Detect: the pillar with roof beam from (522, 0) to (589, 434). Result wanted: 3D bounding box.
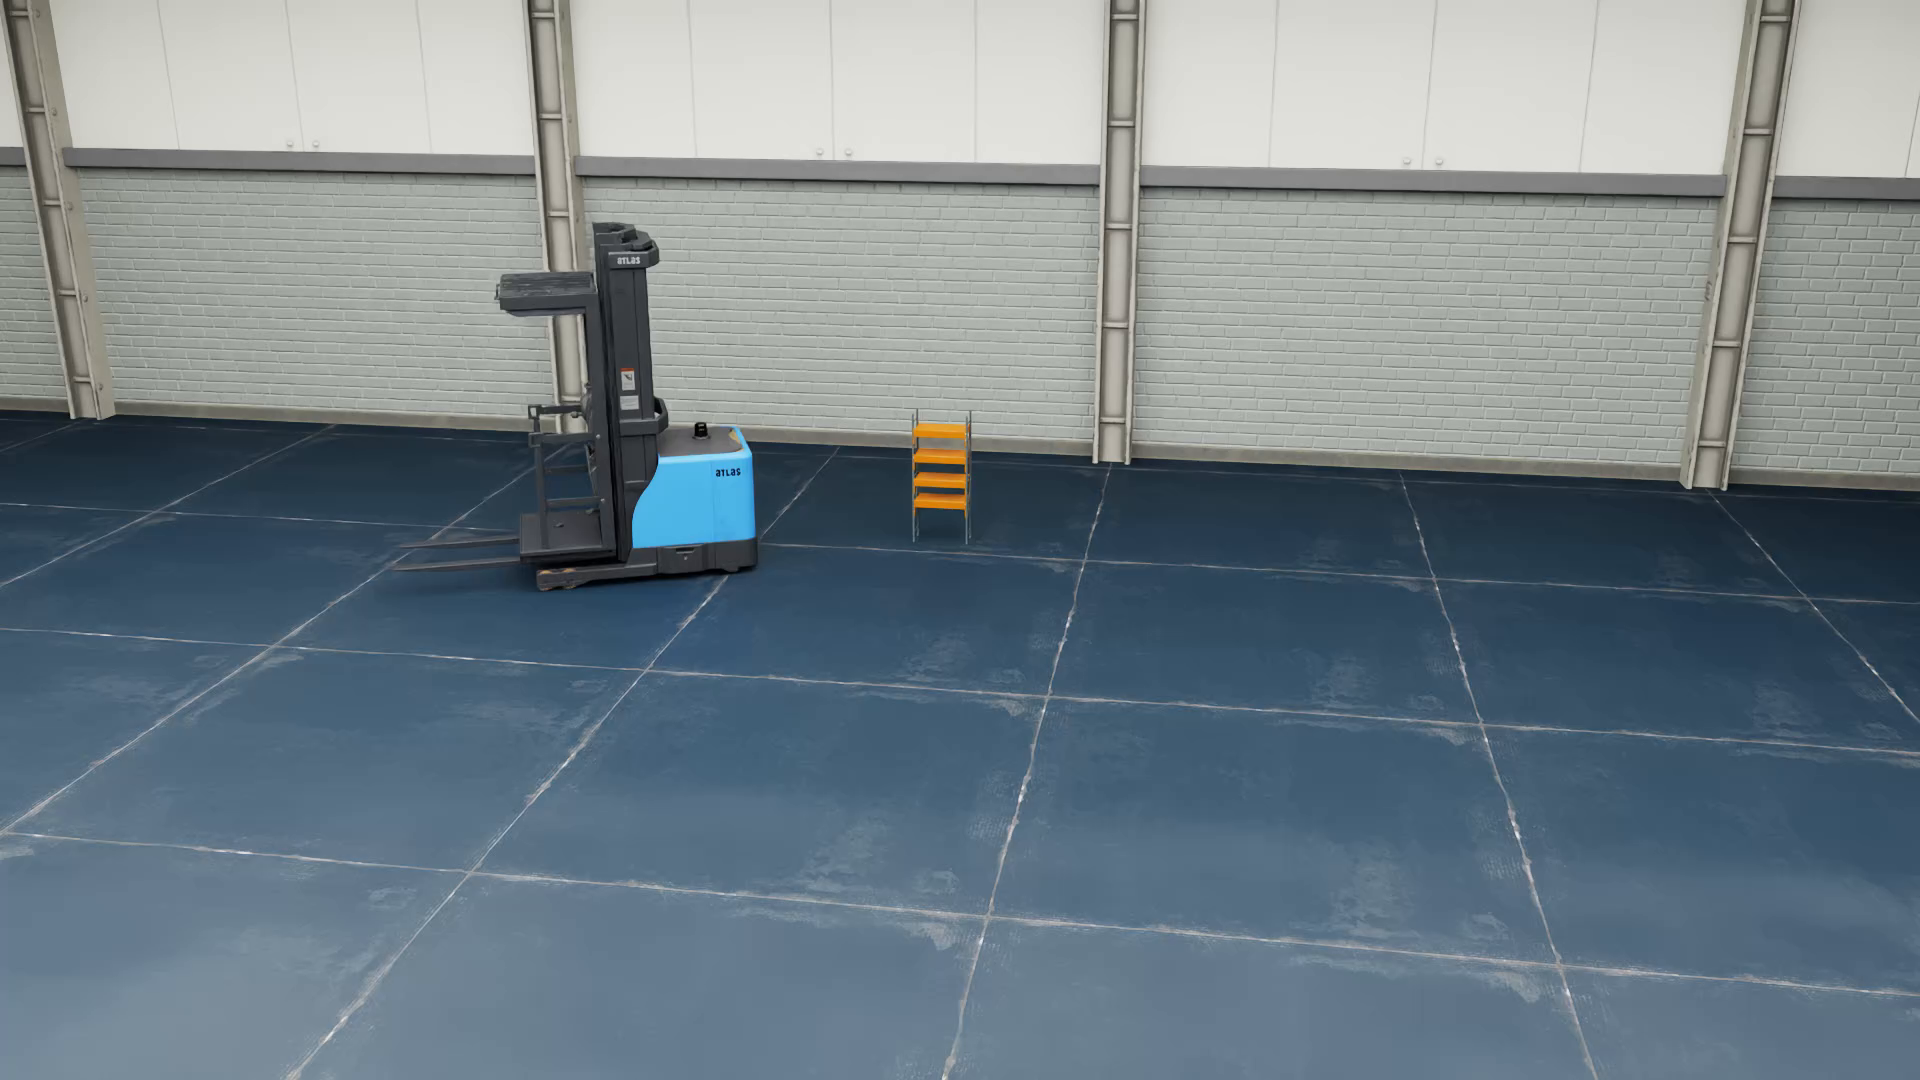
[{"bbox_3d":[-4.977,-4.080,13.261,0.400,9.000,9.100,3,19,9],"label":"pillar with roof beam"}]

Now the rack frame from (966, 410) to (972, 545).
[{"bbox_3d":[0.077,-0.565,15.048,0.015,1.200,0.240,3,19,9],"label":"rack frame"}]

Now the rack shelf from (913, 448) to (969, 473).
[{"bbox_3d":[-0.163,-0.726,15.035,0.480,0.148,0.258,3,19,9],"label":"rack shelf"}]

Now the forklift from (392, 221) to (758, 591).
[{"bbox_3d":[-3.328,-1.149,14.066,3.031,2.935,1.130,-5,19,-13],"label":"forklift"}]

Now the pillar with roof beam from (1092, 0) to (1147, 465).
[{"bbox_3d":[0.947,-3.778,12.358,0.400,9.000,9.100,3,19,9],"label":"pillar with roof beam"}]

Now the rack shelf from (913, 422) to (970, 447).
[{"bbox_3d":[-0.163,-0.950,14.960,0.480,0.148,0.258,3,19,9],"label":"rack shelf"}]

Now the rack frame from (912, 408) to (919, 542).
[{"bbox_3d":[-0.404,-0.590,15.121,0.015,1.200,0.240,3,19,9],"label":"rack frame"}]

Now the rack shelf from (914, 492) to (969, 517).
[{"bbox_3d":[-0.163,-0.325,15.169,0.480,0.148,0.258,3,19,9],"label":"rack shelf"}]

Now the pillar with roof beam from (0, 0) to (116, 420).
[{"bbox_3d":[-10.901,-4.382,14.163,0.400,9.000,9.100,3,19,9],"label":"pillar with roof beam"}]

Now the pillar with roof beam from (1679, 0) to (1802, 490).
[{"bbox_3d":[6.871,-3.476,11.456,0.400,9.000,9.100,3,19,9],"label":"pillar with roof beam"}]

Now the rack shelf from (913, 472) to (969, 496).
[{"bbox_3d":[-0.163,-0.514,15.106,0.480,0.148,0.258,3,19,9],"label":"rack shelf"}]

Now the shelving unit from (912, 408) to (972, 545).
[{"bbox_3d":[-0.163,-0.577,15.084,0.503,1.200,0.258,3,19,9],"label":"shelving unit"}]
